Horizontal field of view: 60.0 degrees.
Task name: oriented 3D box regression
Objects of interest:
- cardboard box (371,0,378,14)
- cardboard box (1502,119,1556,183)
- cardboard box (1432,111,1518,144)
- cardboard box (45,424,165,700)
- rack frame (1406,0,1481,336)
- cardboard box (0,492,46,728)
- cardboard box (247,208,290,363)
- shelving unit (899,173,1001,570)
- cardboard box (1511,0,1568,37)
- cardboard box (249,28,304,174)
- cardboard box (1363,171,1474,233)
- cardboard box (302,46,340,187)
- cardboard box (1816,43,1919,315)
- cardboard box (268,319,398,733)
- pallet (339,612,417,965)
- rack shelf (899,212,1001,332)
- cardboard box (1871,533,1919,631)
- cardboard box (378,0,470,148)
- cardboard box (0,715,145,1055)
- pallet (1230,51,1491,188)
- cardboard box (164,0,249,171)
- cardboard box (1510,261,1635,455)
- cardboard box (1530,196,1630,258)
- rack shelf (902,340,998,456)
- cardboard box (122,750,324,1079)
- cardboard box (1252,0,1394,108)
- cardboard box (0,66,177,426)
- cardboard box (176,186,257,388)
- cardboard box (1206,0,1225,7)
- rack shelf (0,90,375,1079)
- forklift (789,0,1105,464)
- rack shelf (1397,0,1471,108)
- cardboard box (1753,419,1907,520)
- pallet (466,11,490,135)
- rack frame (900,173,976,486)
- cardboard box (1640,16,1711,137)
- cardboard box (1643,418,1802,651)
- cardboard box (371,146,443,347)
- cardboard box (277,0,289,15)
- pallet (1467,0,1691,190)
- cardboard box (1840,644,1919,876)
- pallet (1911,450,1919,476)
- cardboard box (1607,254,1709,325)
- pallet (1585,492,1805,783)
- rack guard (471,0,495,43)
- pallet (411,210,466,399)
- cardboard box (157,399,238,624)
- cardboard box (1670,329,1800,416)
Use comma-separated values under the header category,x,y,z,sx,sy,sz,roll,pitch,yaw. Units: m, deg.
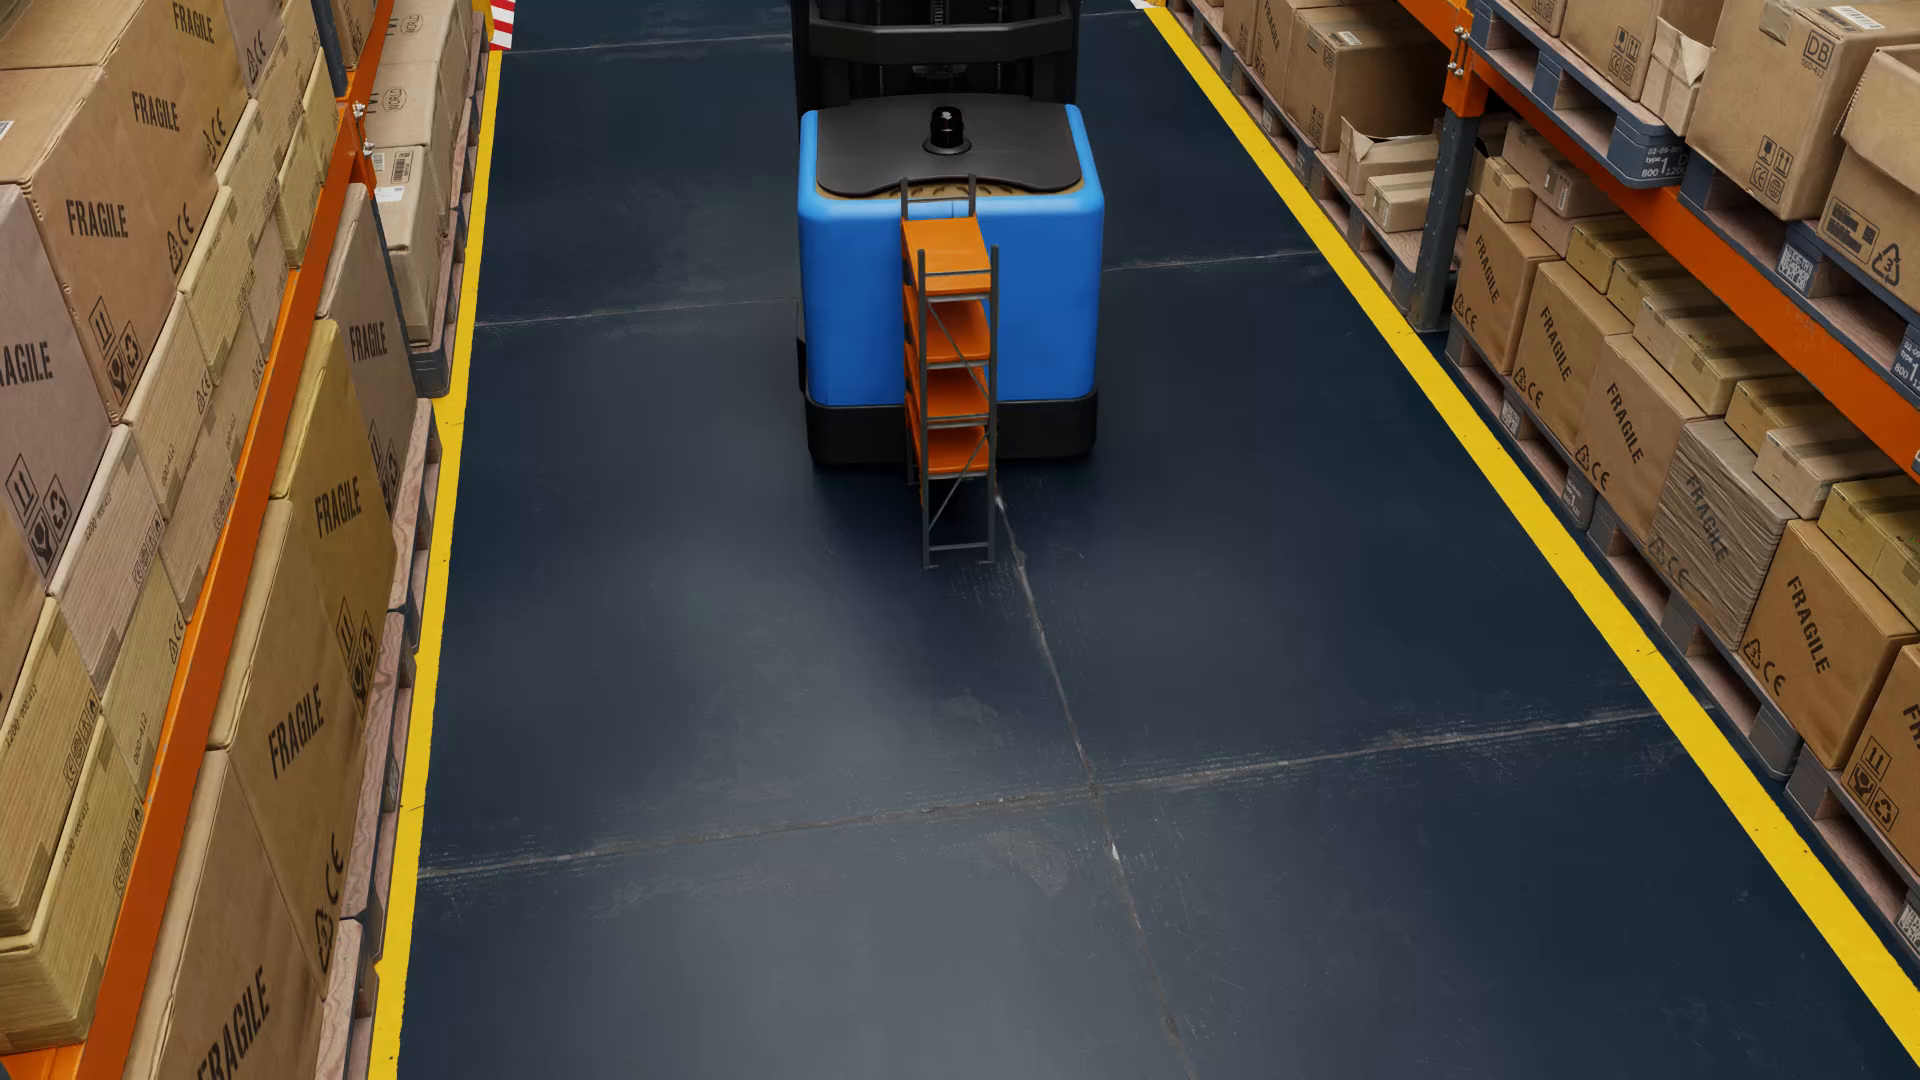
category,x,y,z,sx,sy,sz,roll,pitch,yaw
cardboard box,-2.435,-2.236,6.102,0.500,0.500,0.500,-6,38,-8
cardboard box,2.220,-1.430,6.070,0.380,0.149,0.250,-7,38,-9
cardboard box,2.400,-1.843,7.659,0.380,0.149,0.250,-7,38,-9
cardboard box,-1.760,0.052,2.952,0.500,0.250,0.500,-5,38,-7
rack frame,2.360,-2.117,6.029,1.000,3.000,0.127,-6,38,-8
cardboard box,-1.671,0.077,2.309,0.500,0.500,0.500,-7,38,-9
cardboard box,-2.042,-0.663,4.280,0.500,0.250,0.500,-7,38,-9
shelving unit,-0.037,-0.535,5.461,0.258,1.200,0.503,-5,38,-6
cardboard box,2.224,-2.006,5.463,0.700,0.500,0.500,-5,38,-7
cardboard box,-2.115,-1.177,4.535,0.500,0.250,0.500,-5,38,-7
cardboard box,1.973,-1.462,7.168,0.380,0.149,0.250,-7,38,-9
cardboard box,-2.200,-1.277,5.071,0.500,0.250,0.500,-7,38,-9
cardboard box,2.593,-0.873,4.003,0.797,0.503,0.637,-7,38,-9
cardboard box,-2.173,0.003,4.690,0.875,0.875,0.875,-5,38,-7
pallet,-2.100,0.717,4.655,1.003,0.211,1.213,-6,38,-8
rack shelf,-0.037,-0.846,5.220,0.258,0.148,0.480,-5,38,-6
cardboard box,2.642,0.104,4.338,0.380,0.149,0.250,-5,38,-7
cardboard box,-2.845,-2.211,7.897,0.875,0.438,0.875,-5,38,-7
cardboard box,-1.663,0.572,2.691,0.500,0.250,0.500,-7,38,-9
pallet,2.023,-2.169,8.370,1.003,0.211,1.213,-6,38,-8
cardboard box,-2.033,-1.152,3.891,0.500,0.500,0.500,-5,38,-7
cardboard box,2.326,-0.658,5.848,0.500,0.500,0.500,-7,38,-9
cardboard box,2.285,-1.147,5.948,0.380,0.149,0.250,-7,38,-9
rack shelf,-0.037,-0.482,5.502,0.258,0.148,0.480,-5,38,-6
cardboard box,-1.865,1.083,3.301,0.875,0.875,0.875,-7,38,-8
cardboard box,1.778,-2.481,8.194,0.500,0.500,0.500,-6,38,-7
cardboard box,-1.843,-0.536,3.098,0.500,0.500,0.500,-5,38,-7
cardboard box,-1.912,-0.558,3.738,0.500,0.250,0.500,-6,38,-7
cardboard box,1.672,-3.333,9.288,0.797,0.503,0.637,-8,38,-10
rack shelf,-2.176,-0.088,4.005,1.077,0.370,4.000,-6,38,-8
forklift,-0.108,-2.316,6.342,1.130,2.935,3.031,-2,38,-3
rack shelf,2.009,-3.040,7.805,1.077,0.370,4.000,-6,38,-8
cardboard box,2.520,-0.210,4.742,0.380,0.149,0.250,-8,39,-10
pallet,-3.011,-2.421,8.694,1.003,0.211,1.213,-6,38,-8
rack frame,-0.069,-0.684,5.652,0.240,1.200,0.015,-5,38,-6
cardboard box,2.225,-1.349,4.809,0.396,0.266,0.258,-4,38,-6
cardboard box,2.494,-0.042,5.055,0.500,0.500,0.500,-8,38,-10
cardboard box,-2.531,-1.125,6.500,0.875,0.438,0.875,-7,38,-9
cardboard box,-2.201,-1.772,4.689,0.500,0.500,0.500,-5,38,-6
pallet,2.392,-1.546,5.452,1.003,0.211,1.213,-6,38,-8
cardboard box,2.698,0.585,4.247,0.500,0.500,0.500,-7,38,-9
pallet,2.873,-0.027,3.496,1.213,0.211,1.003,-6,38,-8
cardboard box,2.403,-0.829,5.539,0.380,0.149,0.250,-7,38,-9
pallet,2.757,0.210,5.307,1.003,0.211,1.213,-6,38,-8
rack guard,-3.232,-3.024,9.235,1.175,0.500,0.348,-6,38,-8
pallet,-2.583,-0.947,6.797,1.003,0.211,1.213,-6,38,-8
cardboard box,-1.857,-0.054,3.496,0.500,0.250,0.500,-5,38,-6
cardboard box,2.451,-0.524,5.146,0.380,0.149,0.250,-5,38,-6
